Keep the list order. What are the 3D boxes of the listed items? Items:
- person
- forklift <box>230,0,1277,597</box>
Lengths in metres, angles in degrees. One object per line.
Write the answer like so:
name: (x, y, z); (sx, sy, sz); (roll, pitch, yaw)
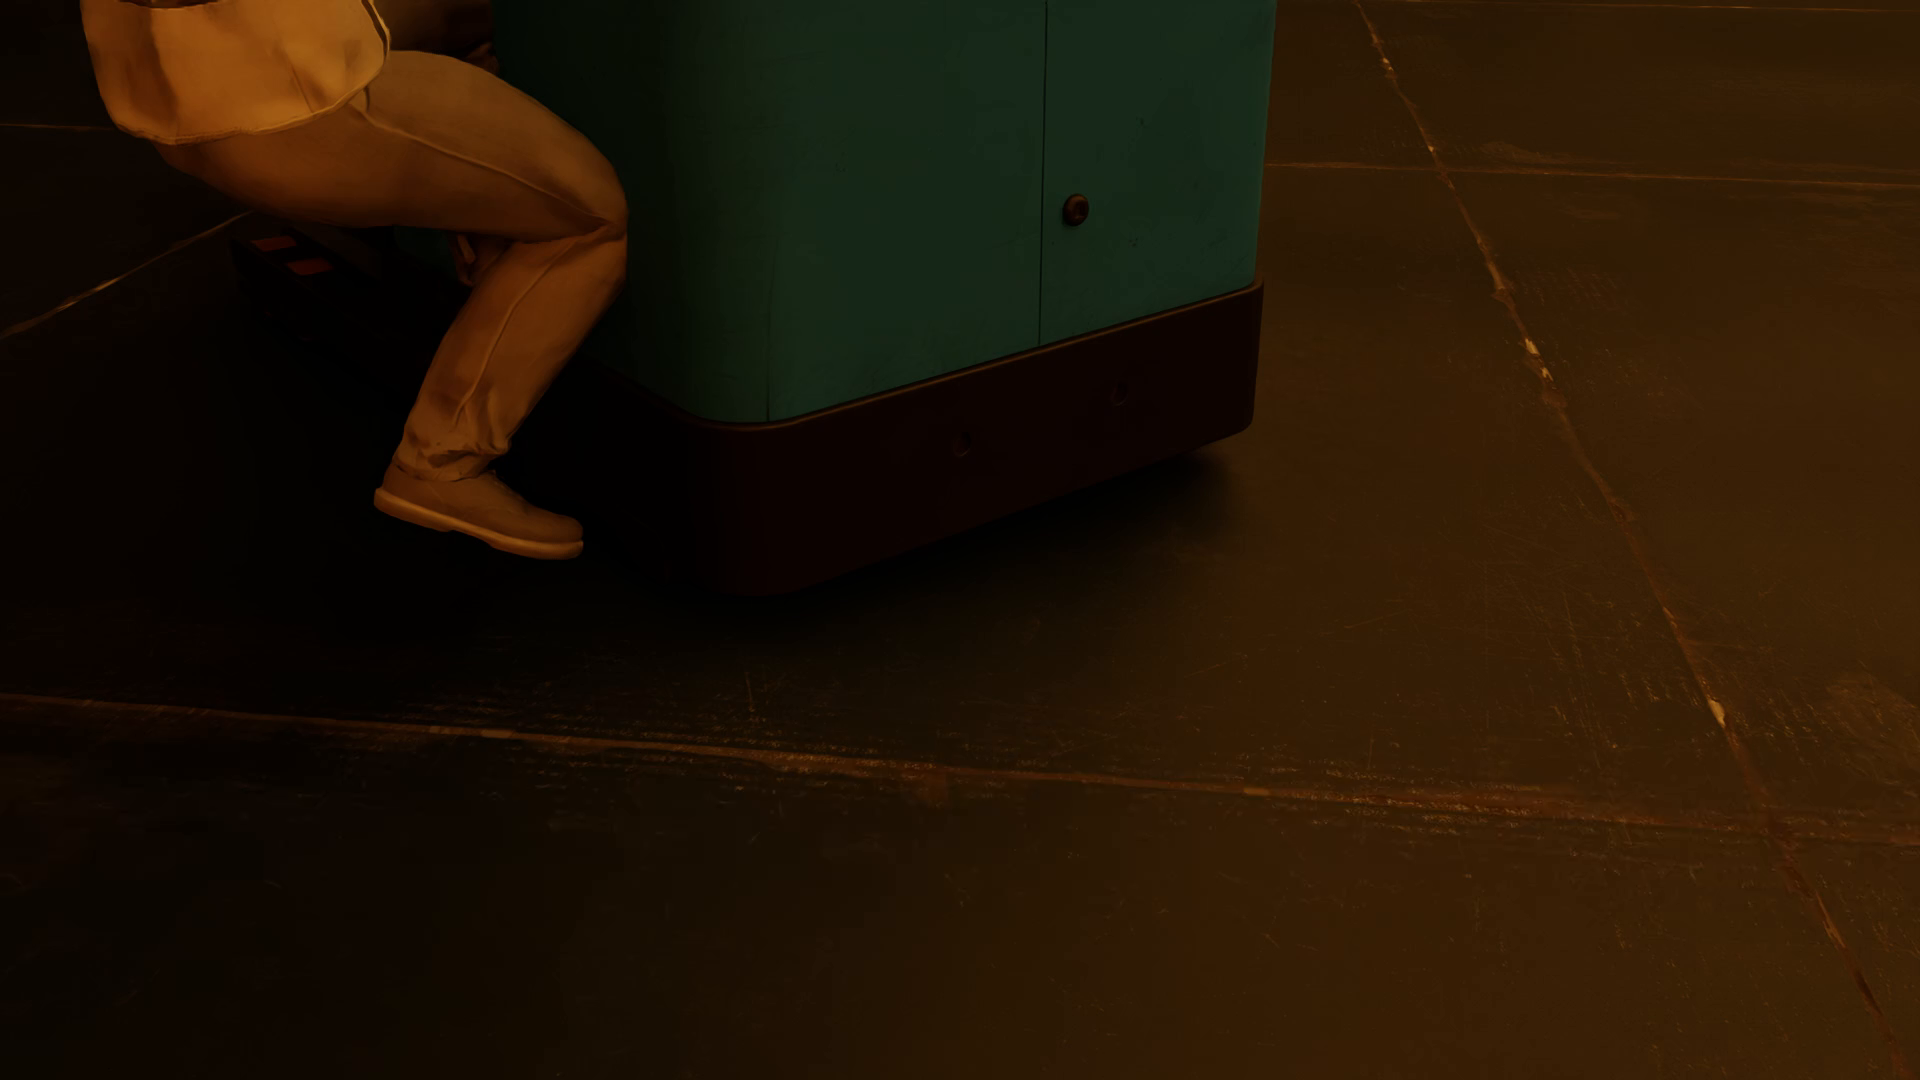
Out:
person: (-0.671, -0.668, 2.045); (0.991, 1.454, 0.767); (23, 35, 38)
forklift: (-0.834, -1.825, 2.875); (1.130, 2.935, 3.031); (-20, 33, -34)
